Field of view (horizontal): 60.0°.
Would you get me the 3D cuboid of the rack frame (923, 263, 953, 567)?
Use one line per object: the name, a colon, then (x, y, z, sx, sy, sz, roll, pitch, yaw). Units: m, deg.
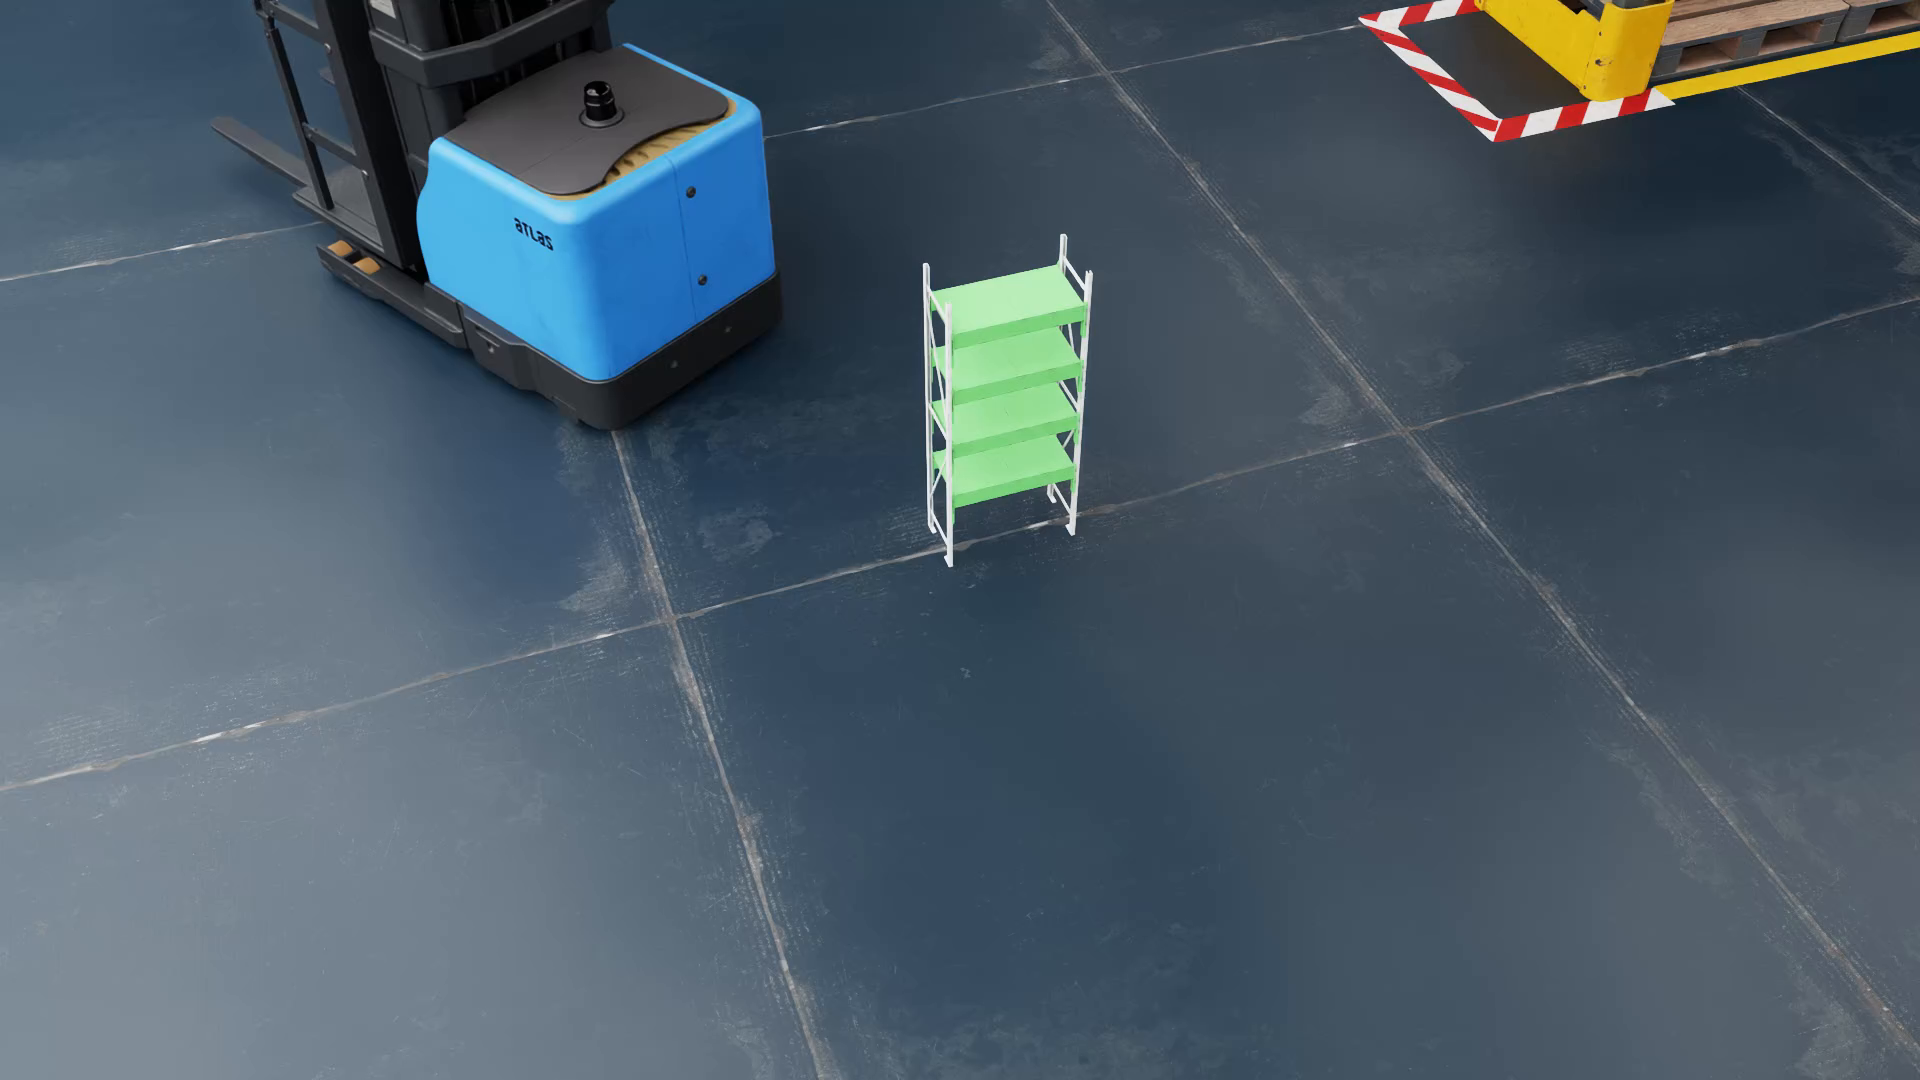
rack frame: (-0.074, -0.405, 5.806, 0.015, 1.200, 0.240, -14, 47, -14)

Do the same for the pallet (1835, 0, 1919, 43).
pallet: (5.102, -3.208, 9.299, 1.213, 0.211, 1.003, -14, 47, -14)

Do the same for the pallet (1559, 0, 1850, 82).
pallet: (3.956, -2.918, 9.009, 1.213, 0.211, 1.003, -14, 47, -14)

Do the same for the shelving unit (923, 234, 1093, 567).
shelving unit: (0.156, -0.463, 5.865, 0.503, 1.200, 0.258, -14, 47, -14)

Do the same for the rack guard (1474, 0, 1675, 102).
rack guard: (3.190, -2.828, 8.715, 0.348, 0.500, 1.175, -14, 47, -14)

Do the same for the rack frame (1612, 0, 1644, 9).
rack frame: (3.135, -3.660, 7.780, 0.127, 3.000, 1.000, -14, 47, -14)

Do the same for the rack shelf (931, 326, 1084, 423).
rack shelf: (0.156, -0.588, 5.740, 0.480, 0.148, 0.258, -14, 47, -14)

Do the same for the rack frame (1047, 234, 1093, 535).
rack frame: (0.385, -0.522, 5.923, 0.015, 1.200, 0.240, -14, 47, -14)

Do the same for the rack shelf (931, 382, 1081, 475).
rack shelf: (0.156, -0.418, 5.910, 0.480, 0.148, 0.258, -14, 47, -14)

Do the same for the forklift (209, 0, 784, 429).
forklift: (-2.207, -2.364, 6.537, 3.031, 2.935, 1.130, 31, 53, 27)

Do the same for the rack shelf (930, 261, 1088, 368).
rack shelf: (0.156, -0.757, 5.570, 0.480, 0.148, 0.258, -14, 47, -14)

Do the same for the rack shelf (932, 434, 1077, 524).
rack shelf: (0.156, -0.249, 6.080, 0.480, 0.148, 0.258, -14, 47, -14)
